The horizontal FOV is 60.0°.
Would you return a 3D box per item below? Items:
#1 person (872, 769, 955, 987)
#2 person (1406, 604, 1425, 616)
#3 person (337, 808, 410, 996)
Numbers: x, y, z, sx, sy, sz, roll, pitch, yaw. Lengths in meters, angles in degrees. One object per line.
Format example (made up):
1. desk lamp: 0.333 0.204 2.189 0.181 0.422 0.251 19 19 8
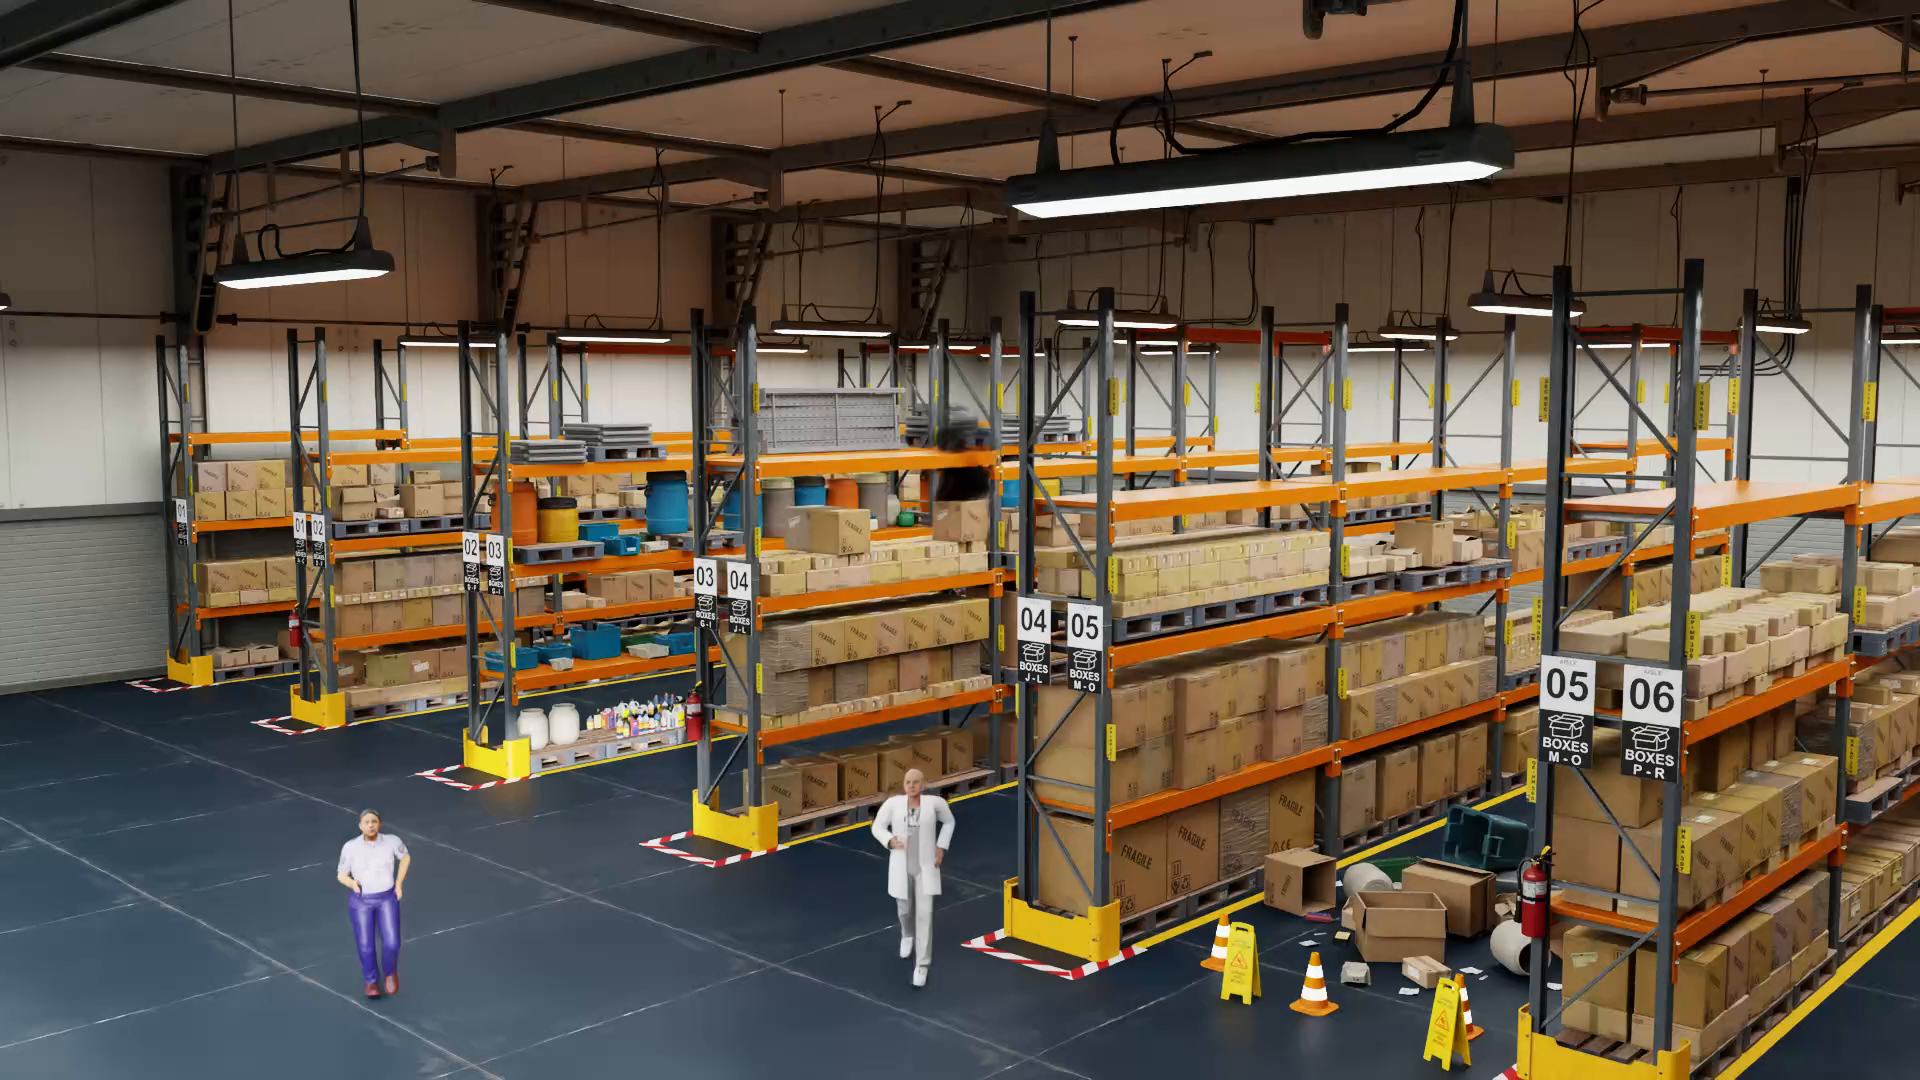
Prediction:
1. person: -0.402 2.894 14.612 0.738 1.802 0.964 0 5 -4
2. person: 7.331 1.788 26.652 0.705 1.761 0.922 4 7 35
3. person: -4.888 3.064 13.909 0.582 1.592 0.605 -2 6 -20
